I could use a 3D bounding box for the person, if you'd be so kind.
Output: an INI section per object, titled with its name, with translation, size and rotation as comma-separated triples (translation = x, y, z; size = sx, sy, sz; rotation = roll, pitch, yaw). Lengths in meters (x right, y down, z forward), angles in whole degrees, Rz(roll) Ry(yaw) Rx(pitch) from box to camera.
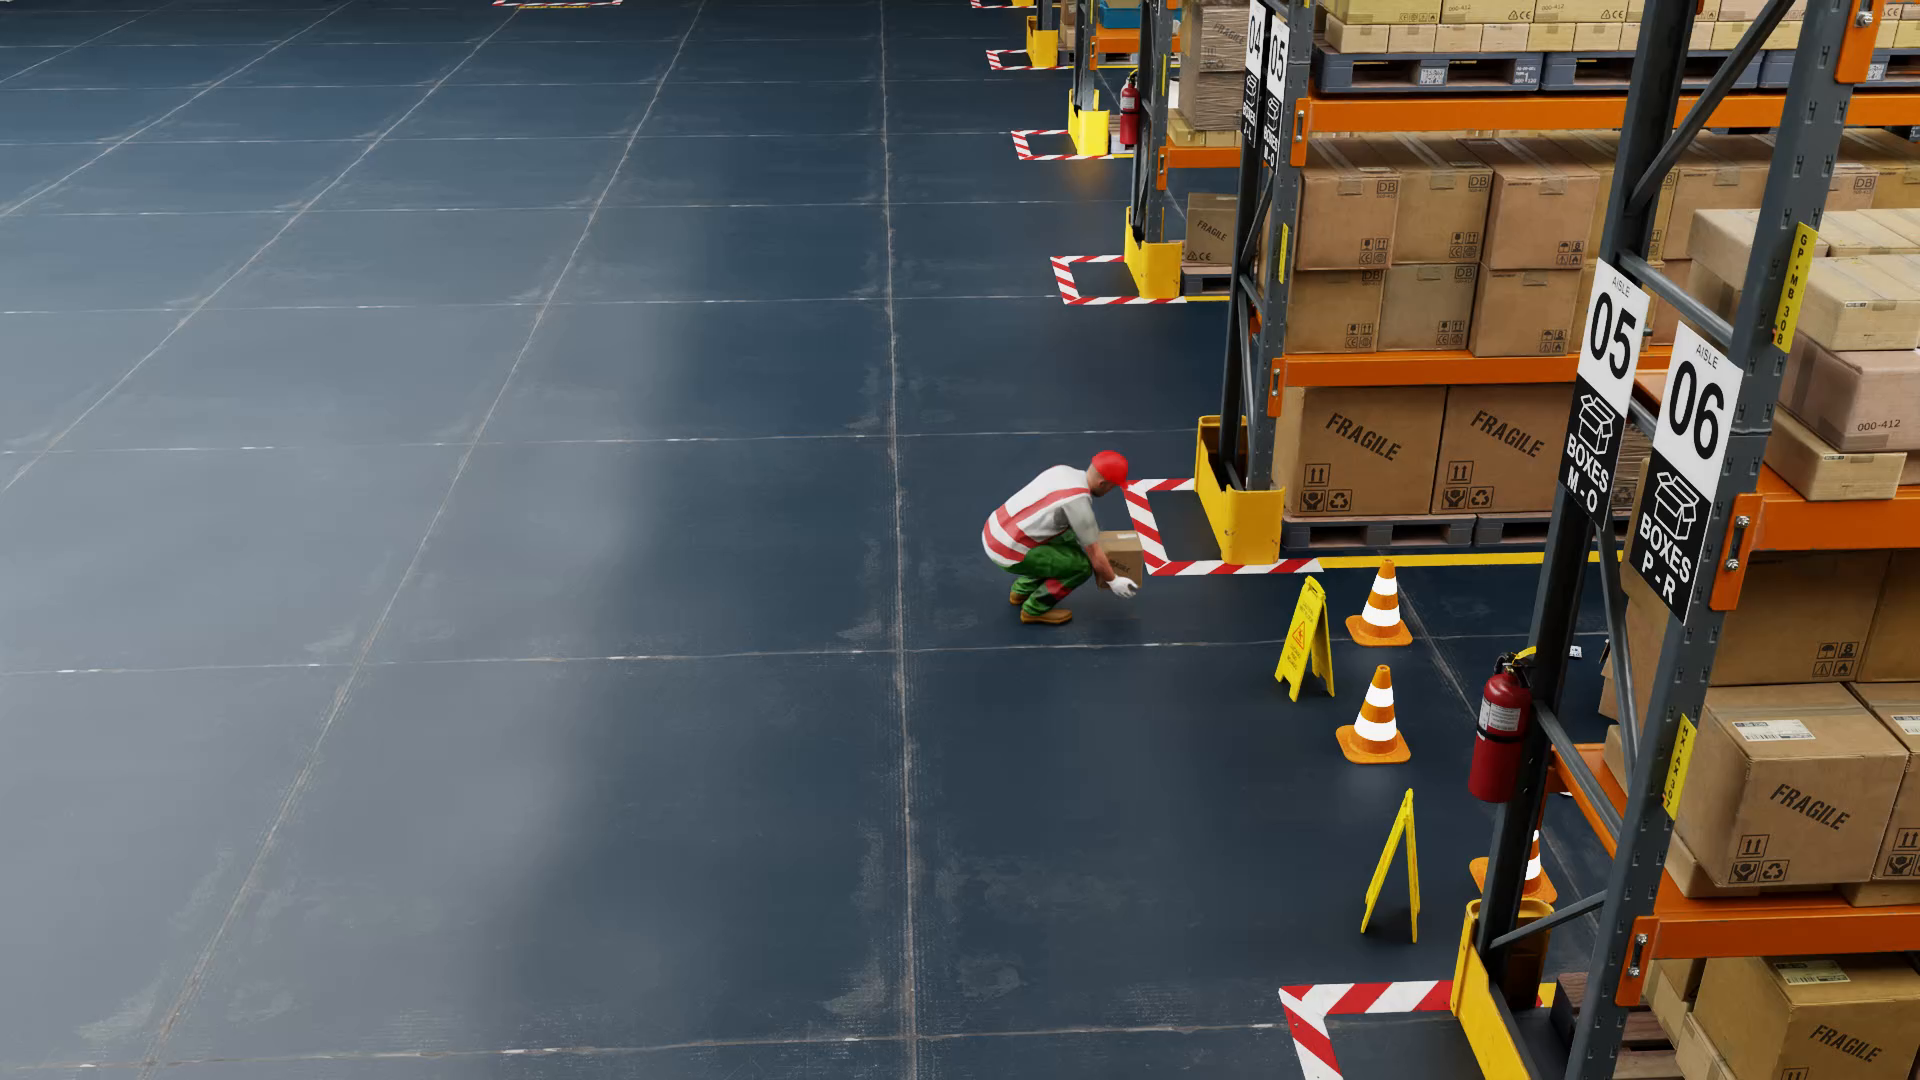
[person]
translation = 0.570, -0.037, 9.542
size = 0.884, 0.991, 0.567
rotation = -1, 27, -3
